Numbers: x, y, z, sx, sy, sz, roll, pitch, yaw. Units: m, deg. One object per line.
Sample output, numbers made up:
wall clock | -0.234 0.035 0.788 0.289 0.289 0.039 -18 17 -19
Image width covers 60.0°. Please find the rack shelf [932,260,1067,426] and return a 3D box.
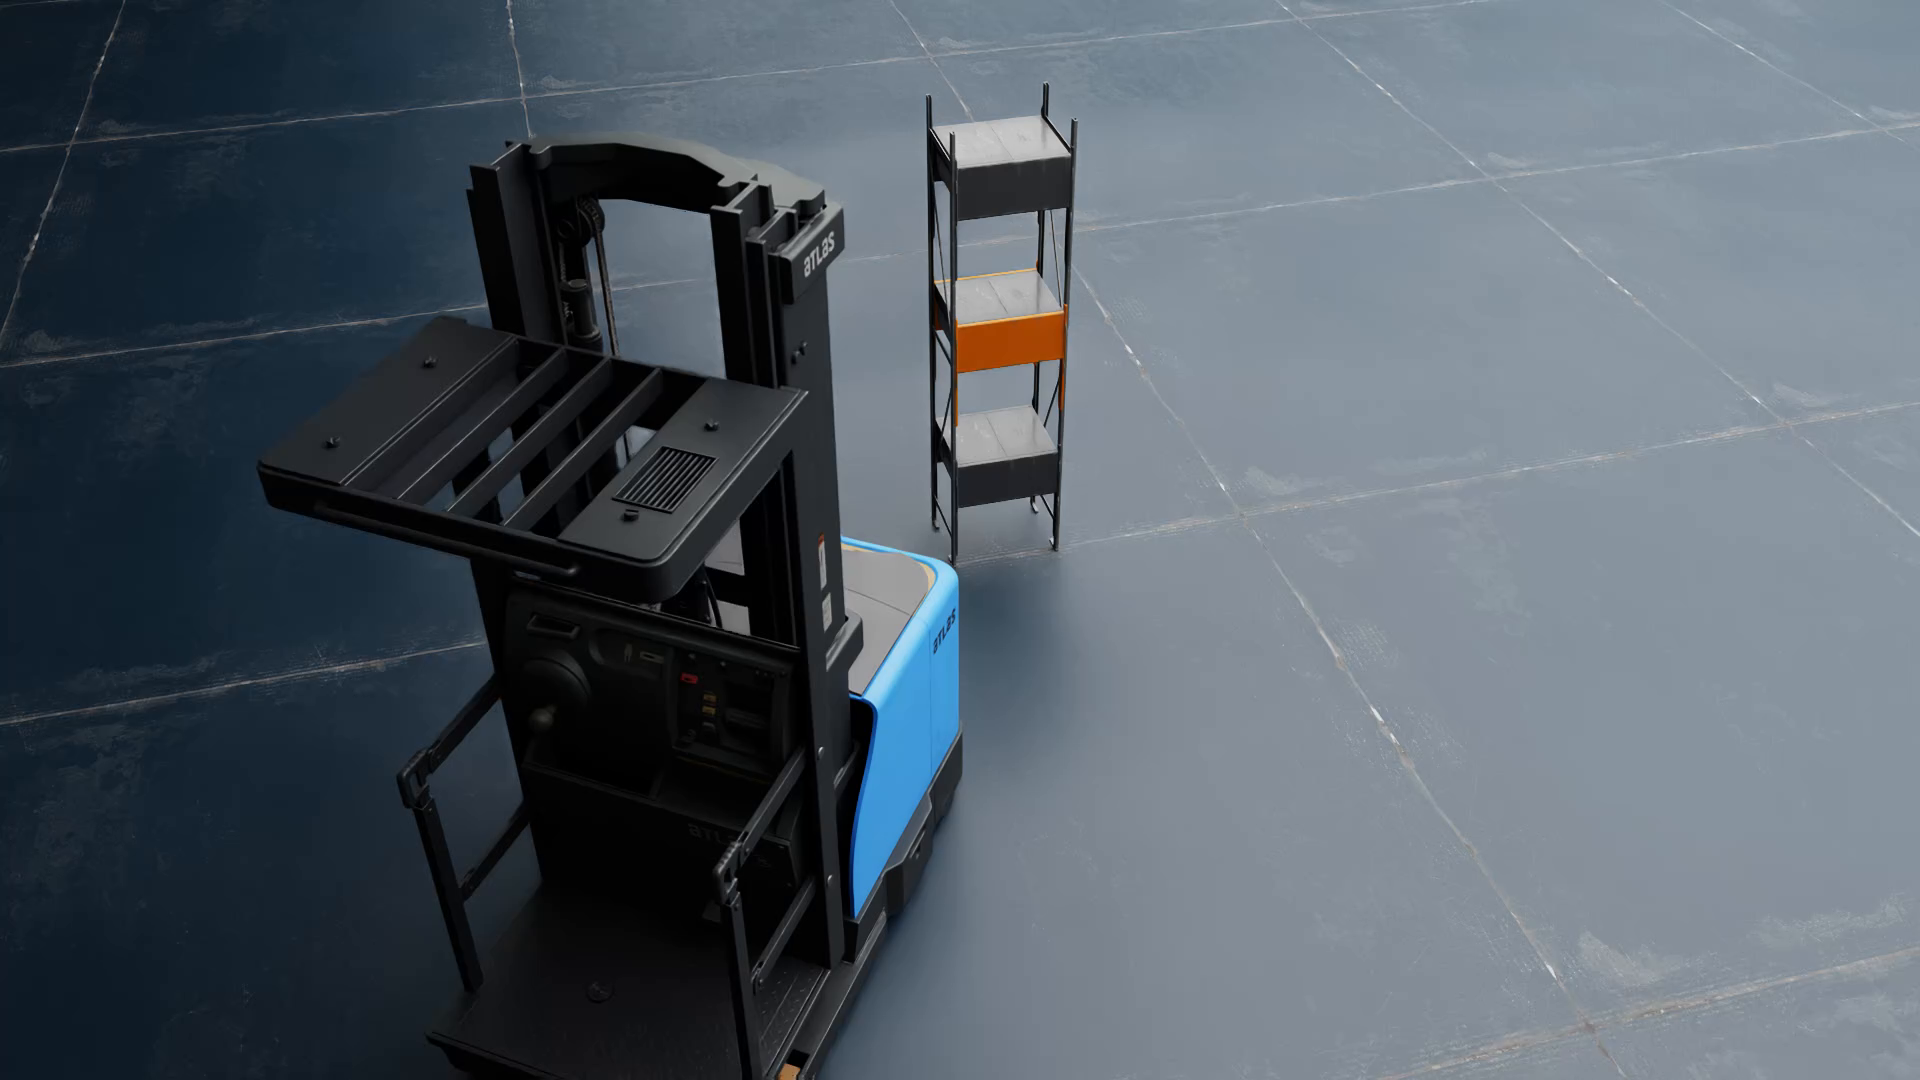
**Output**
rack shelf | 0.160 -0.849 7.155 0.480 0.518 0.431 -9 38 -12

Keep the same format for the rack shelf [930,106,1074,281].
rack shelf | 0.160 -1.405 6.729 0.480 0.518 0.431 -9 38 -12

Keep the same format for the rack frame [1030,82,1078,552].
rack frame | 0.395 -0.899 7.197 0.015 2.100 0.400 -9 38 -12

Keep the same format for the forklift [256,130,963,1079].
forklift | -0.991 0.501 4.683 1.130 2.935 3.031 13 39 17

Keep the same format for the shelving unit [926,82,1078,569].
shelving unit | 0.160 -0.860 7.146 0.503 2.100 0.431 -9 38 -12

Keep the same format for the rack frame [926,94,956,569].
rack frame | -0.076 -0.822 7.096 0.015 2.100 0.400 -9 38 -12

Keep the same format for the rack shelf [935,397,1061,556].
rack shelf | 0.160 -0.293 7.580 0.480 0.518 0.431 -9 38 -12
